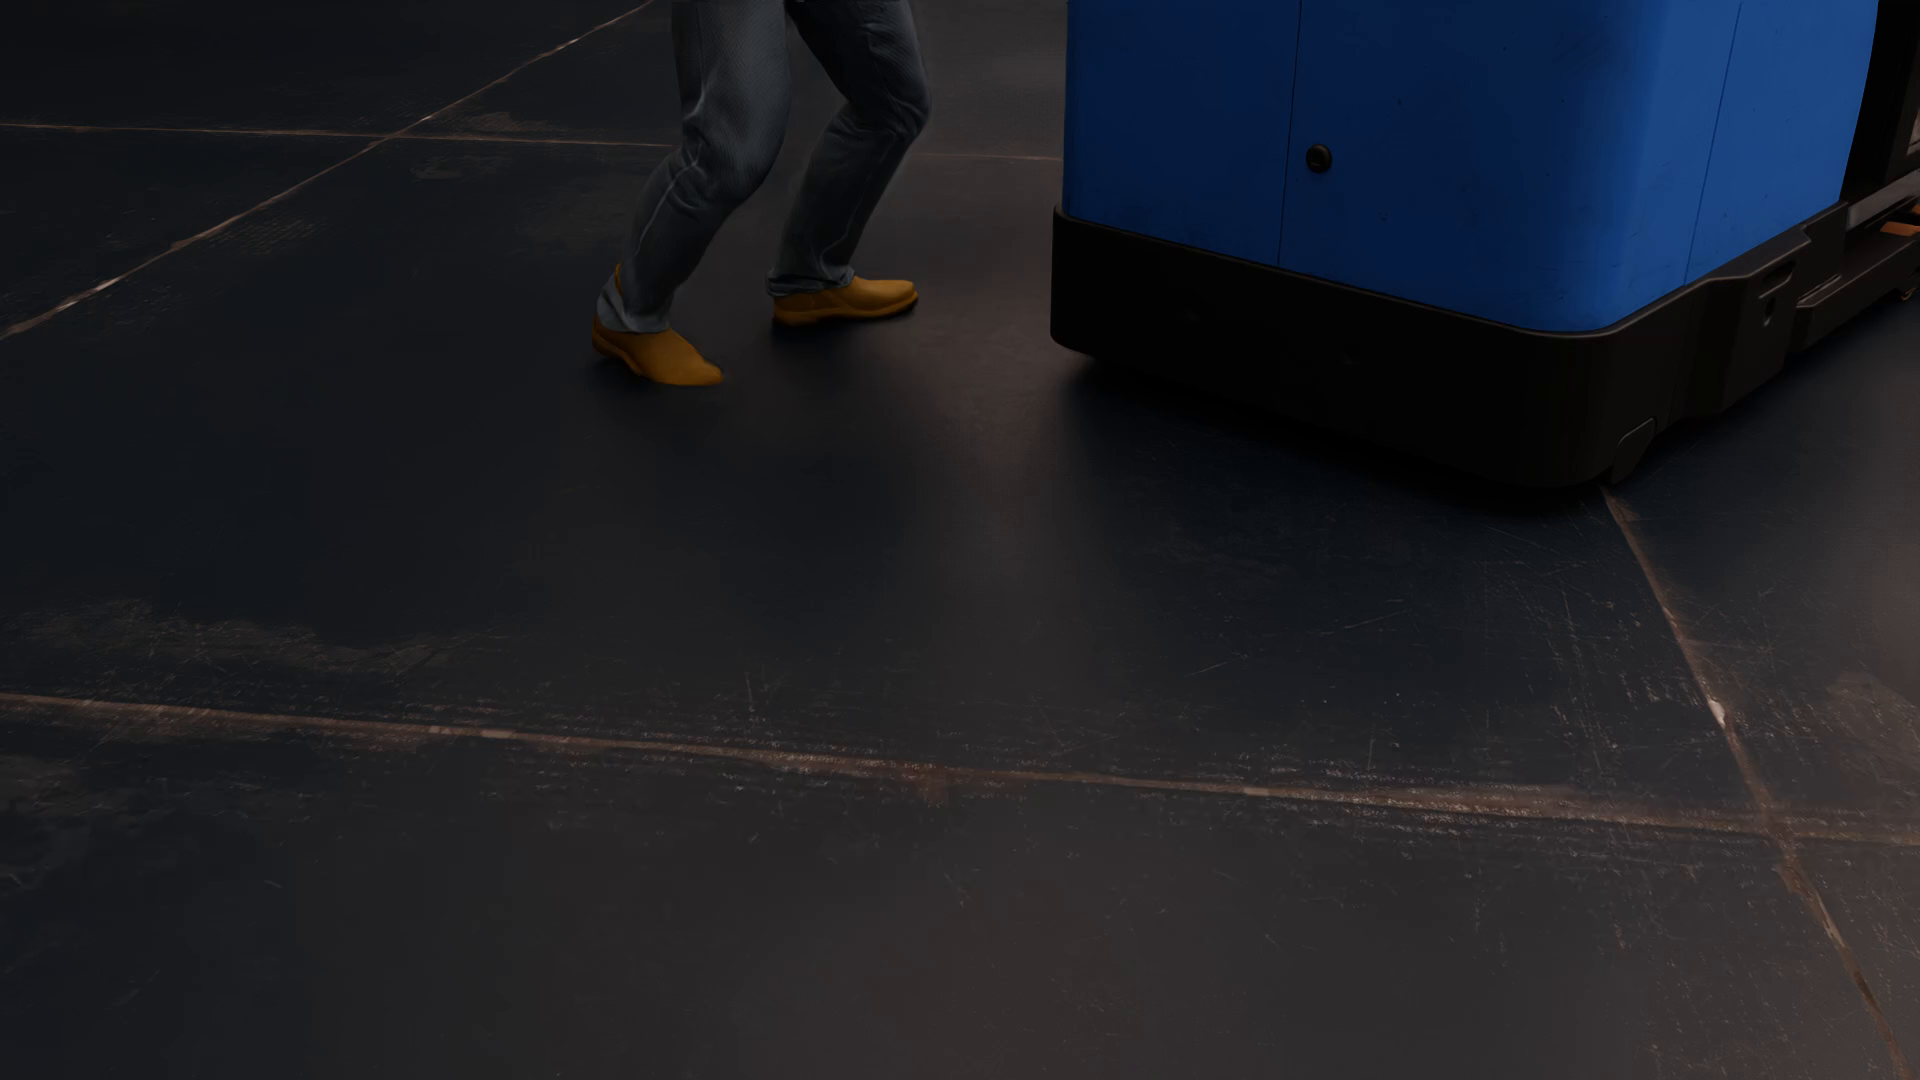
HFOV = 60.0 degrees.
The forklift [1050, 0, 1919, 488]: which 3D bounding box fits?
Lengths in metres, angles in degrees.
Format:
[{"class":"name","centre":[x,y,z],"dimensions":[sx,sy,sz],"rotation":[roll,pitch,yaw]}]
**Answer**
[{"class":"forklift","centre":[1.550,-1.955,3.135],"dimensions":[1.130,2.935,3.031],"rotation":[23,35,38]}]

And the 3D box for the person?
[{"class":"person","centre":[-0.417,-1.090,2.828],"dimensions":[0.504,1.720,0.912],"rotation":[17,31,30]}]
